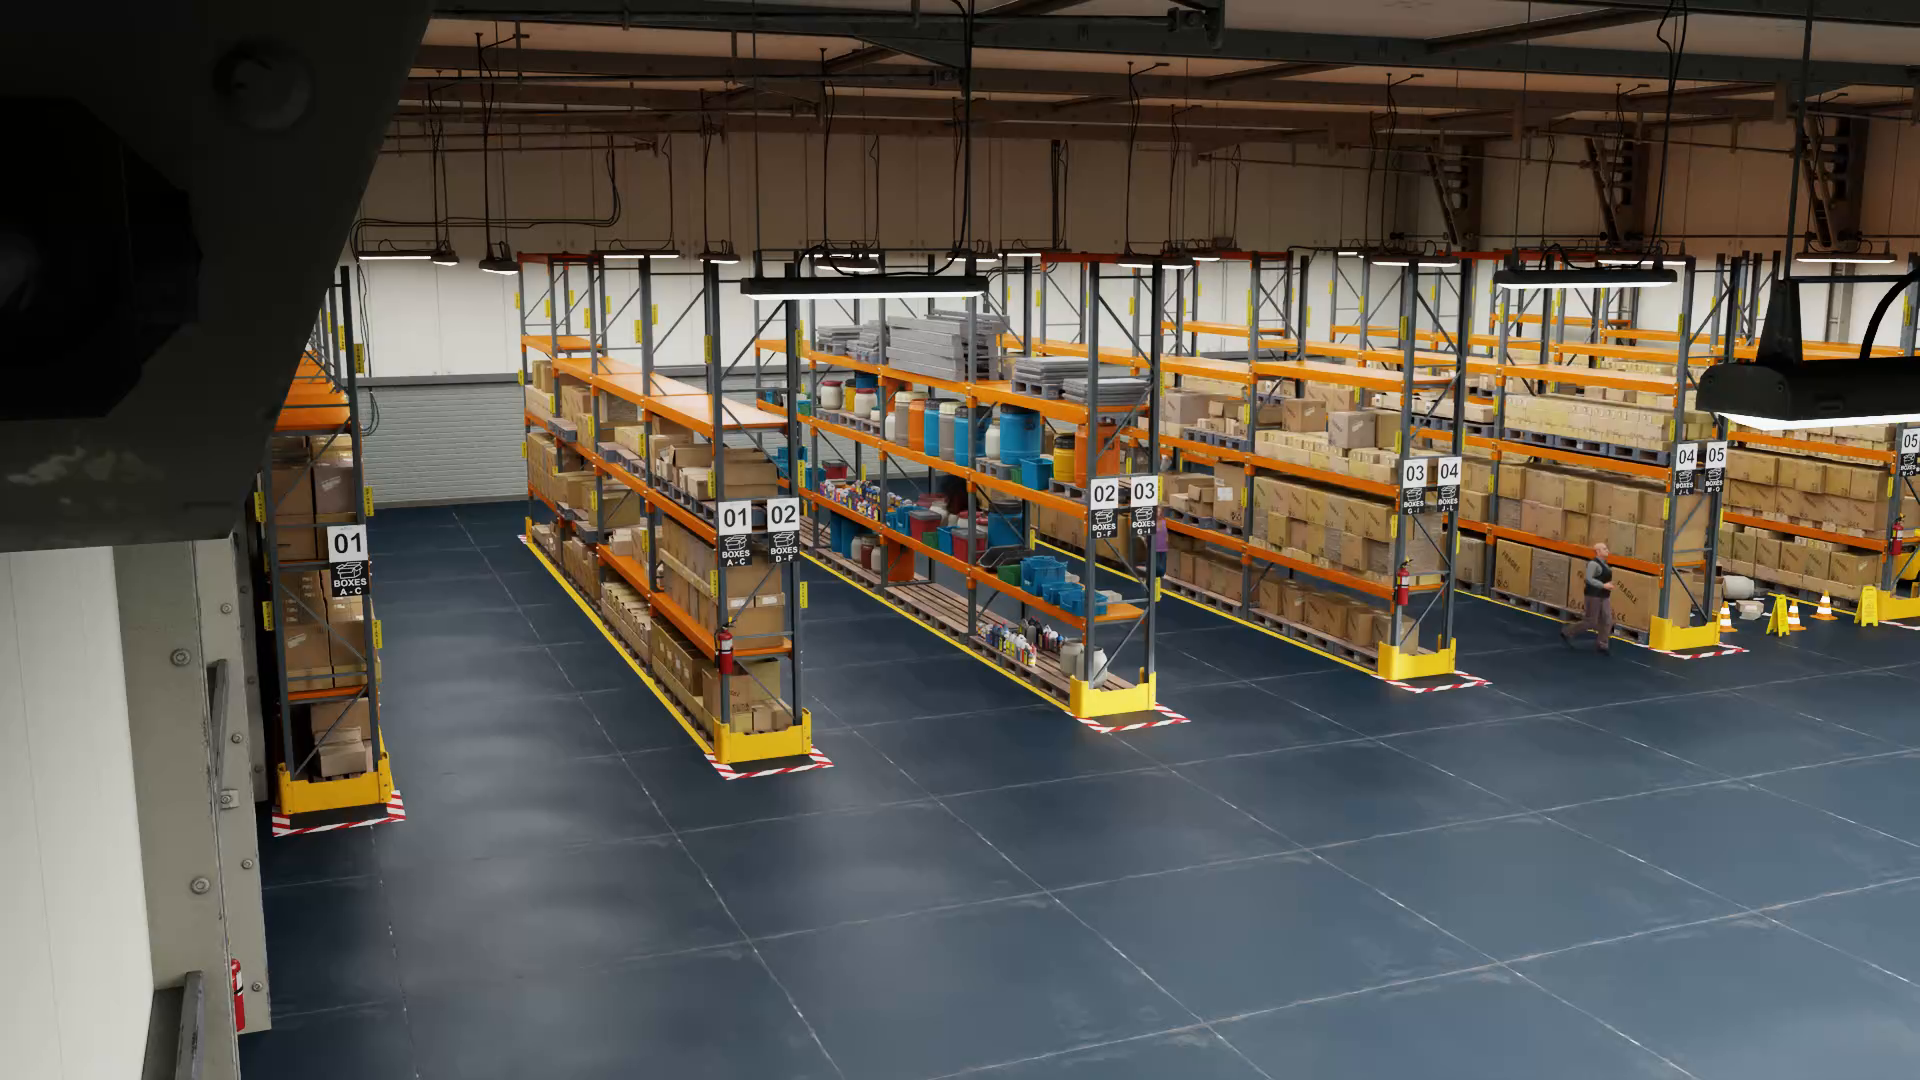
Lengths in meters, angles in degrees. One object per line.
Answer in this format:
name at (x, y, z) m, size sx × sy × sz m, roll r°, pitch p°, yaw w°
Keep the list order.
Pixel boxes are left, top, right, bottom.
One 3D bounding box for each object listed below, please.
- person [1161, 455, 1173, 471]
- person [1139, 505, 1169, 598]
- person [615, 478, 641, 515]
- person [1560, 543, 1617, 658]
person at (5.177, -2.049, 41.704) m, size 0.687 × 1.629 × 0.643 m, roll -6°, pitch 12°, yaw -31°
person at (3.326, 0.205, 27.964) m, size 0.503 × 1.572 × 0.475 m, roll -5°, pitch 12°, yaw -26°
person at (-7.122, -0.933, 35.617) m, size 0.645 × 1.698 × 0.797 m, roll -10°, pitch 14°, yaw -42°
person at (9.684, 0.896, 25.448) m, size 0.839 × 1.735 × 0.633 m, roll 9°, pitch 14°, yaw 41°
